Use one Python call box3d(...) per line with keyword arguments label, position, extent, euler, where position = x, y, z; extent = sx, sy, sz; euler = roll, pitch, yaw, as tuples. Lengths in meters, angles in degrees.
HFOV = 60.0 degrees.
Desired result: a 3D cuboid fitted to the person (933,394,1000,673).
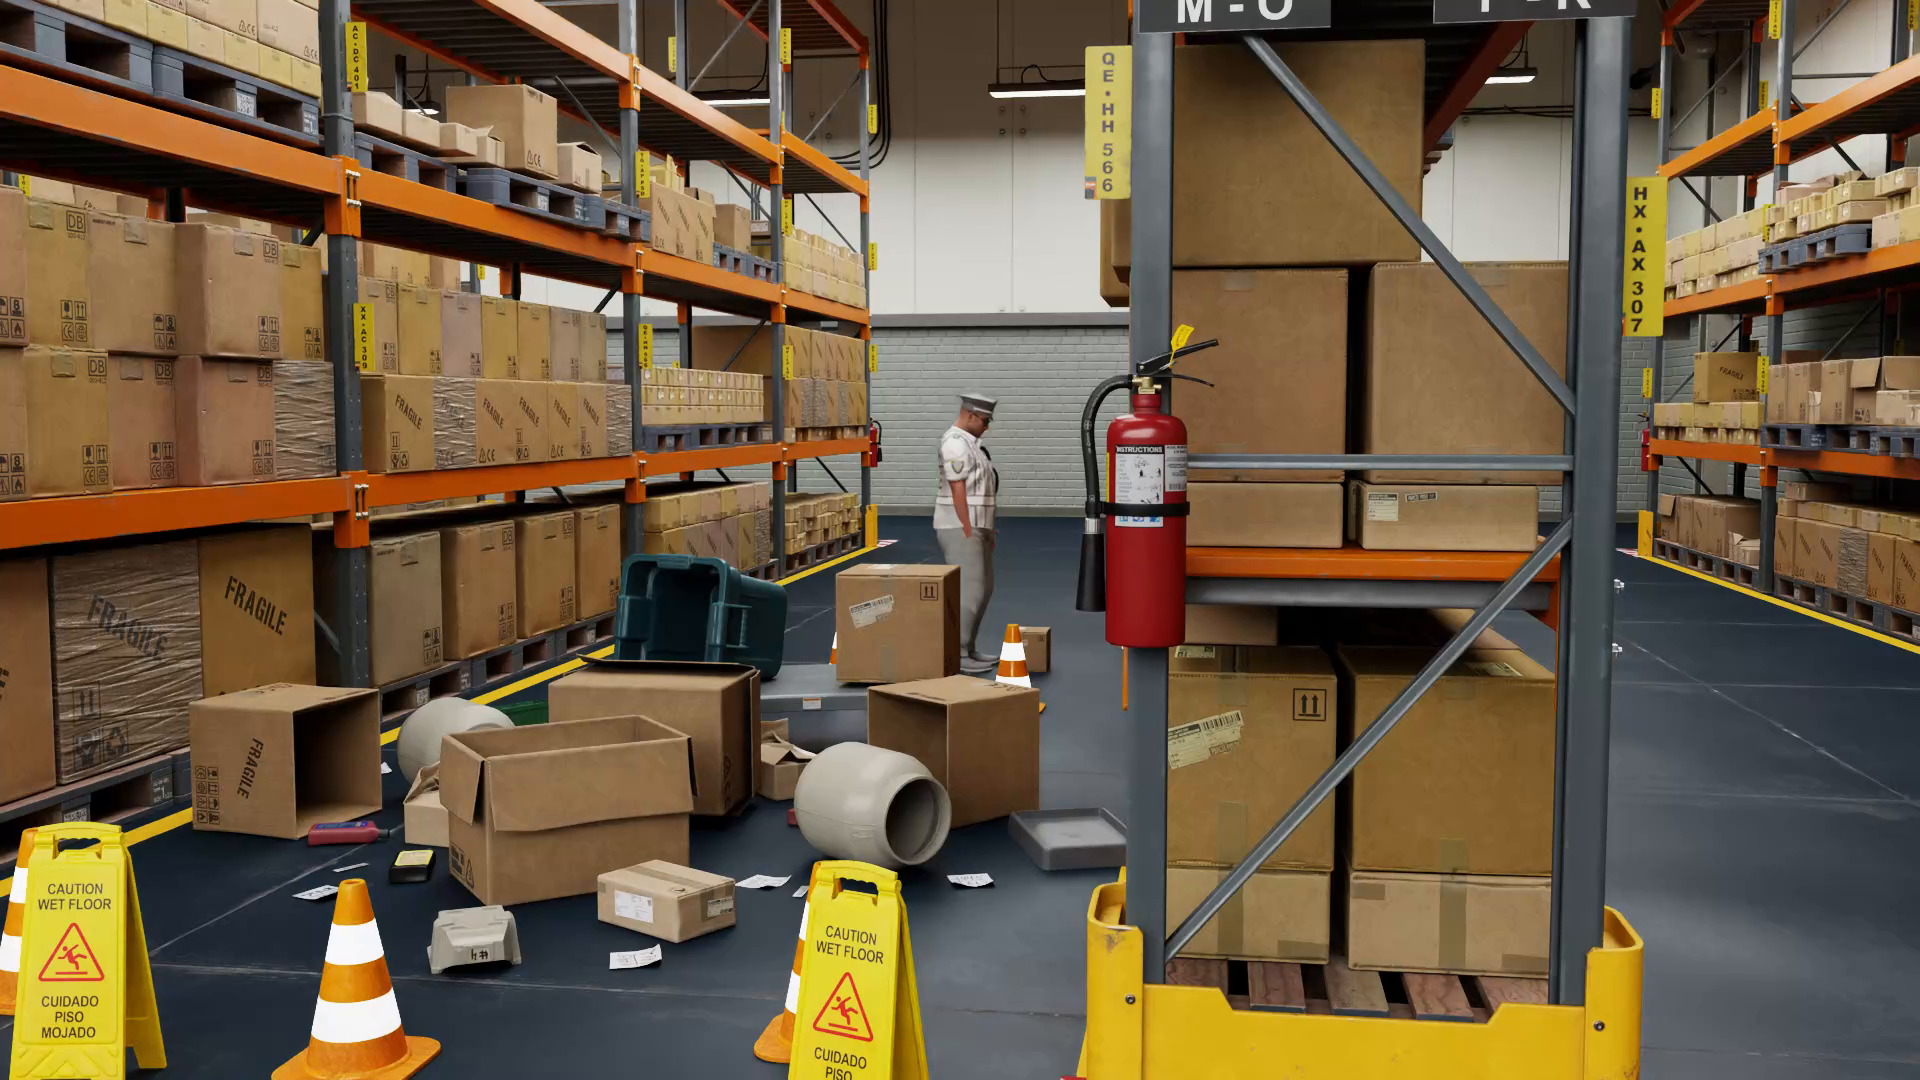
box3d(label="person", position=(0.040, -0.052, 10.477), extent=(0.393, 1.733, 0.538), euler=(1, 4, 10))
